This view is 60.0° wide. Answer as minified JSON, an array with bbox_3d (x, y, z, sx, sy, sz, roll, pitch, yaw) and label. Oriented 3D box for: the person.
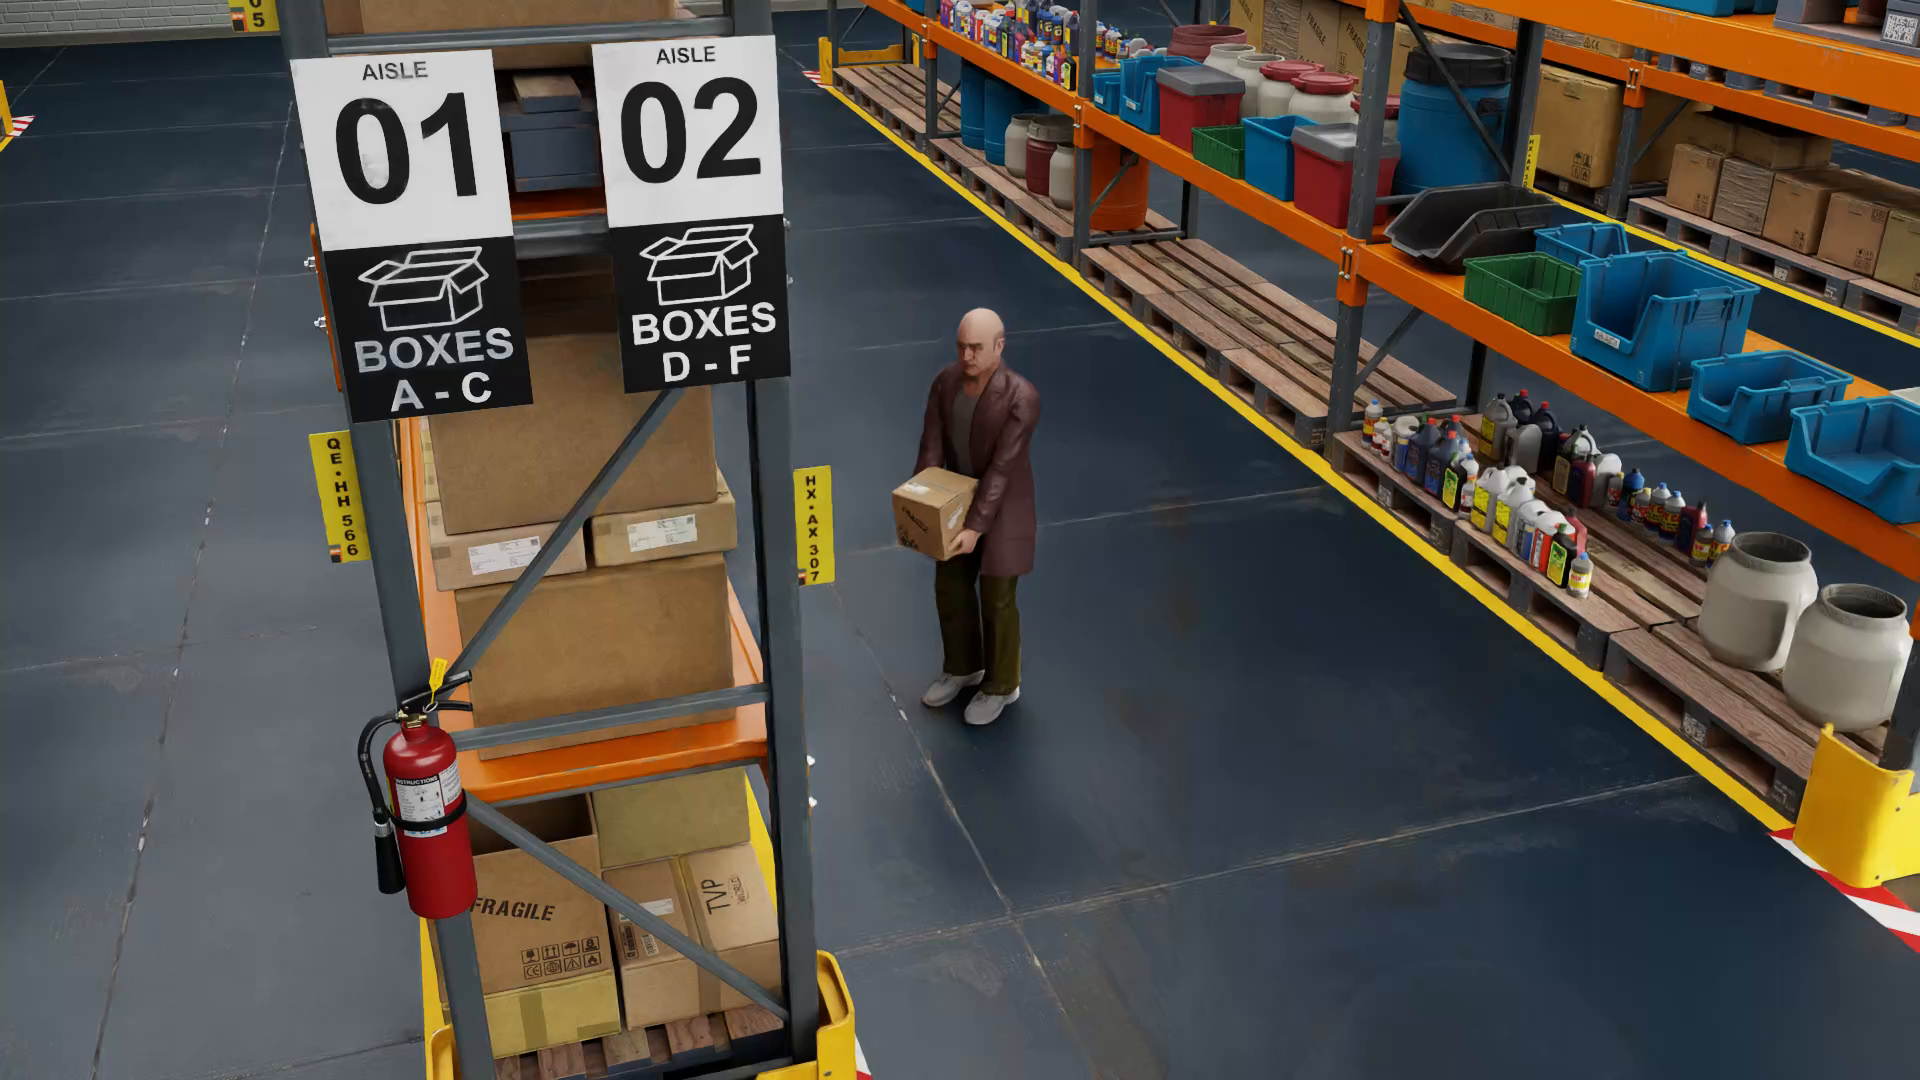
[{"bbox_3d":[0.042,-0.085,6.814,0.524,1.776,0.580,20,32,35],"label":"person"}]
